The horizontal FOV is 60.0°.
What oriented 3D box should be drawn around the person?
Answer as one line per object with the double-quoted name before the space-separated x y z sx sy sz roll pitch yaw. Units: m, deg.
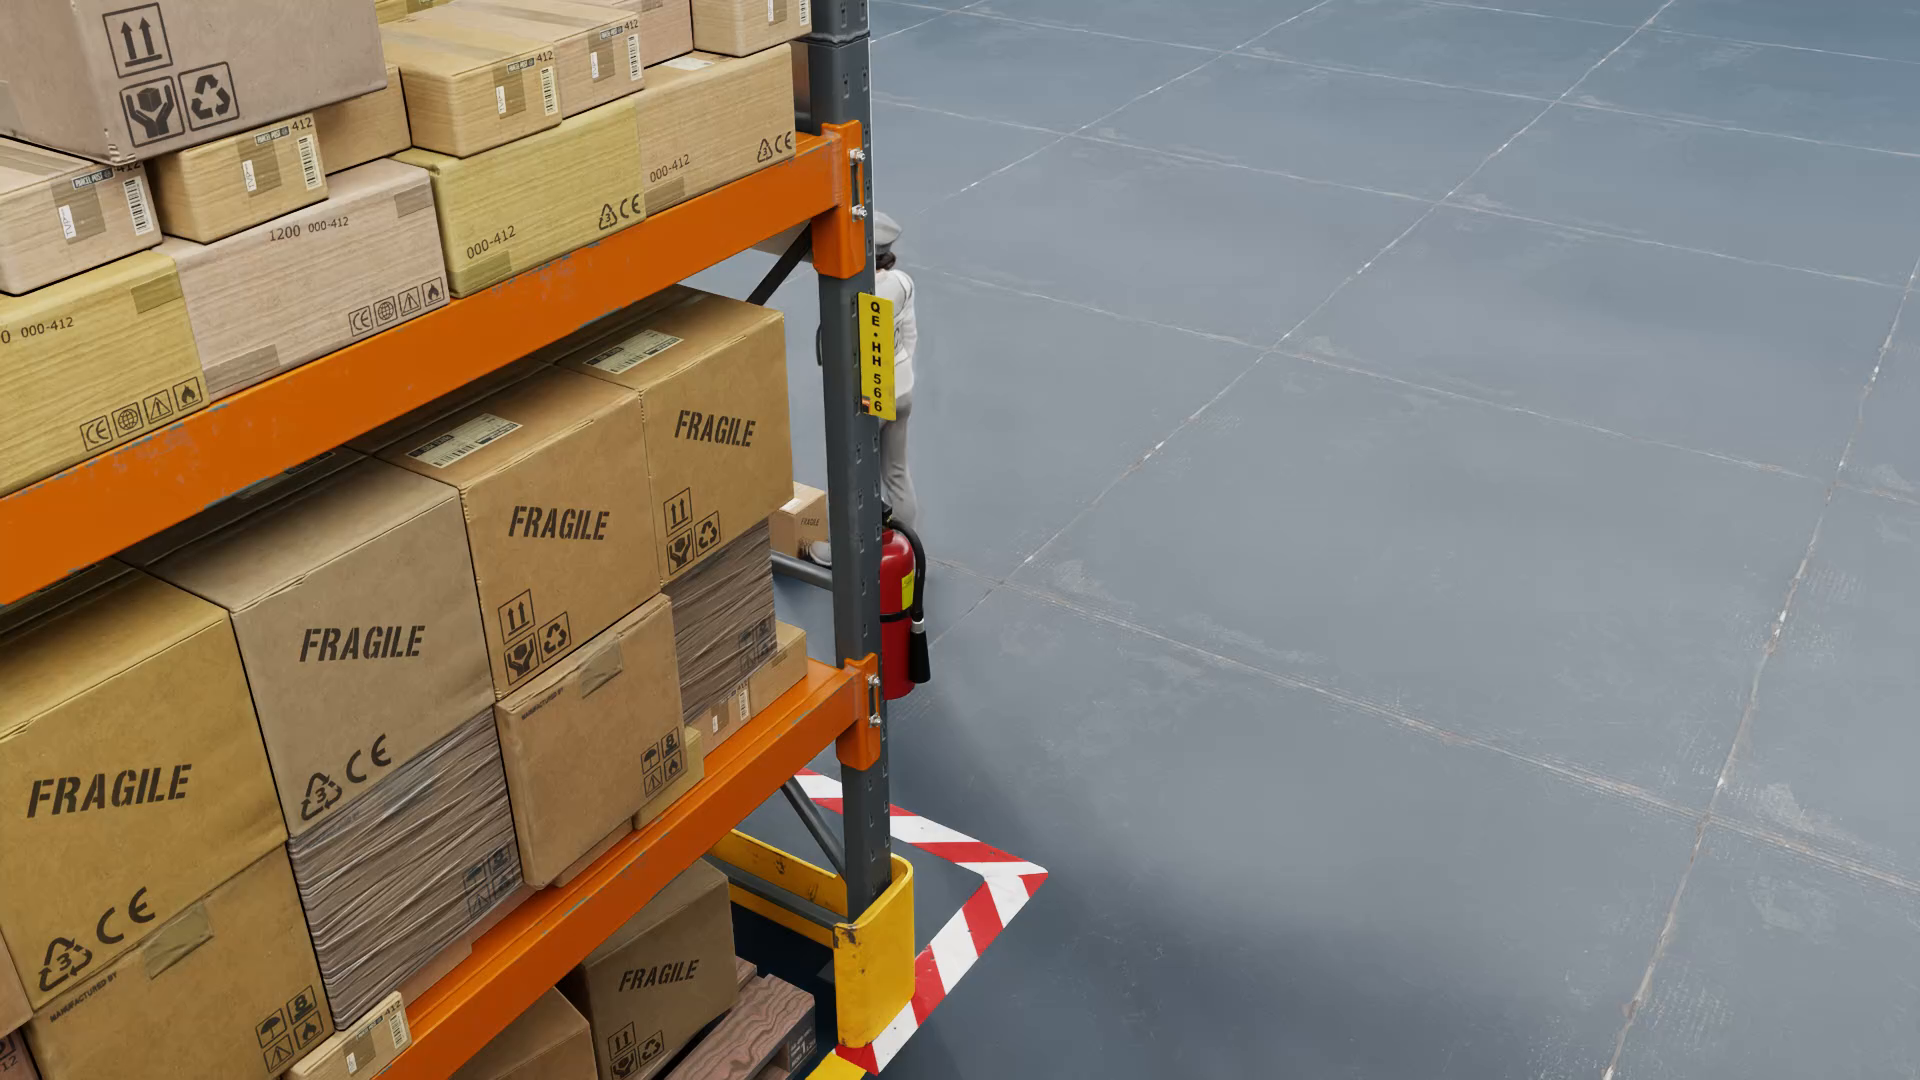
"person" -0.414 -0.620 7.132 0.500 1.692 0.534 24 38 34
